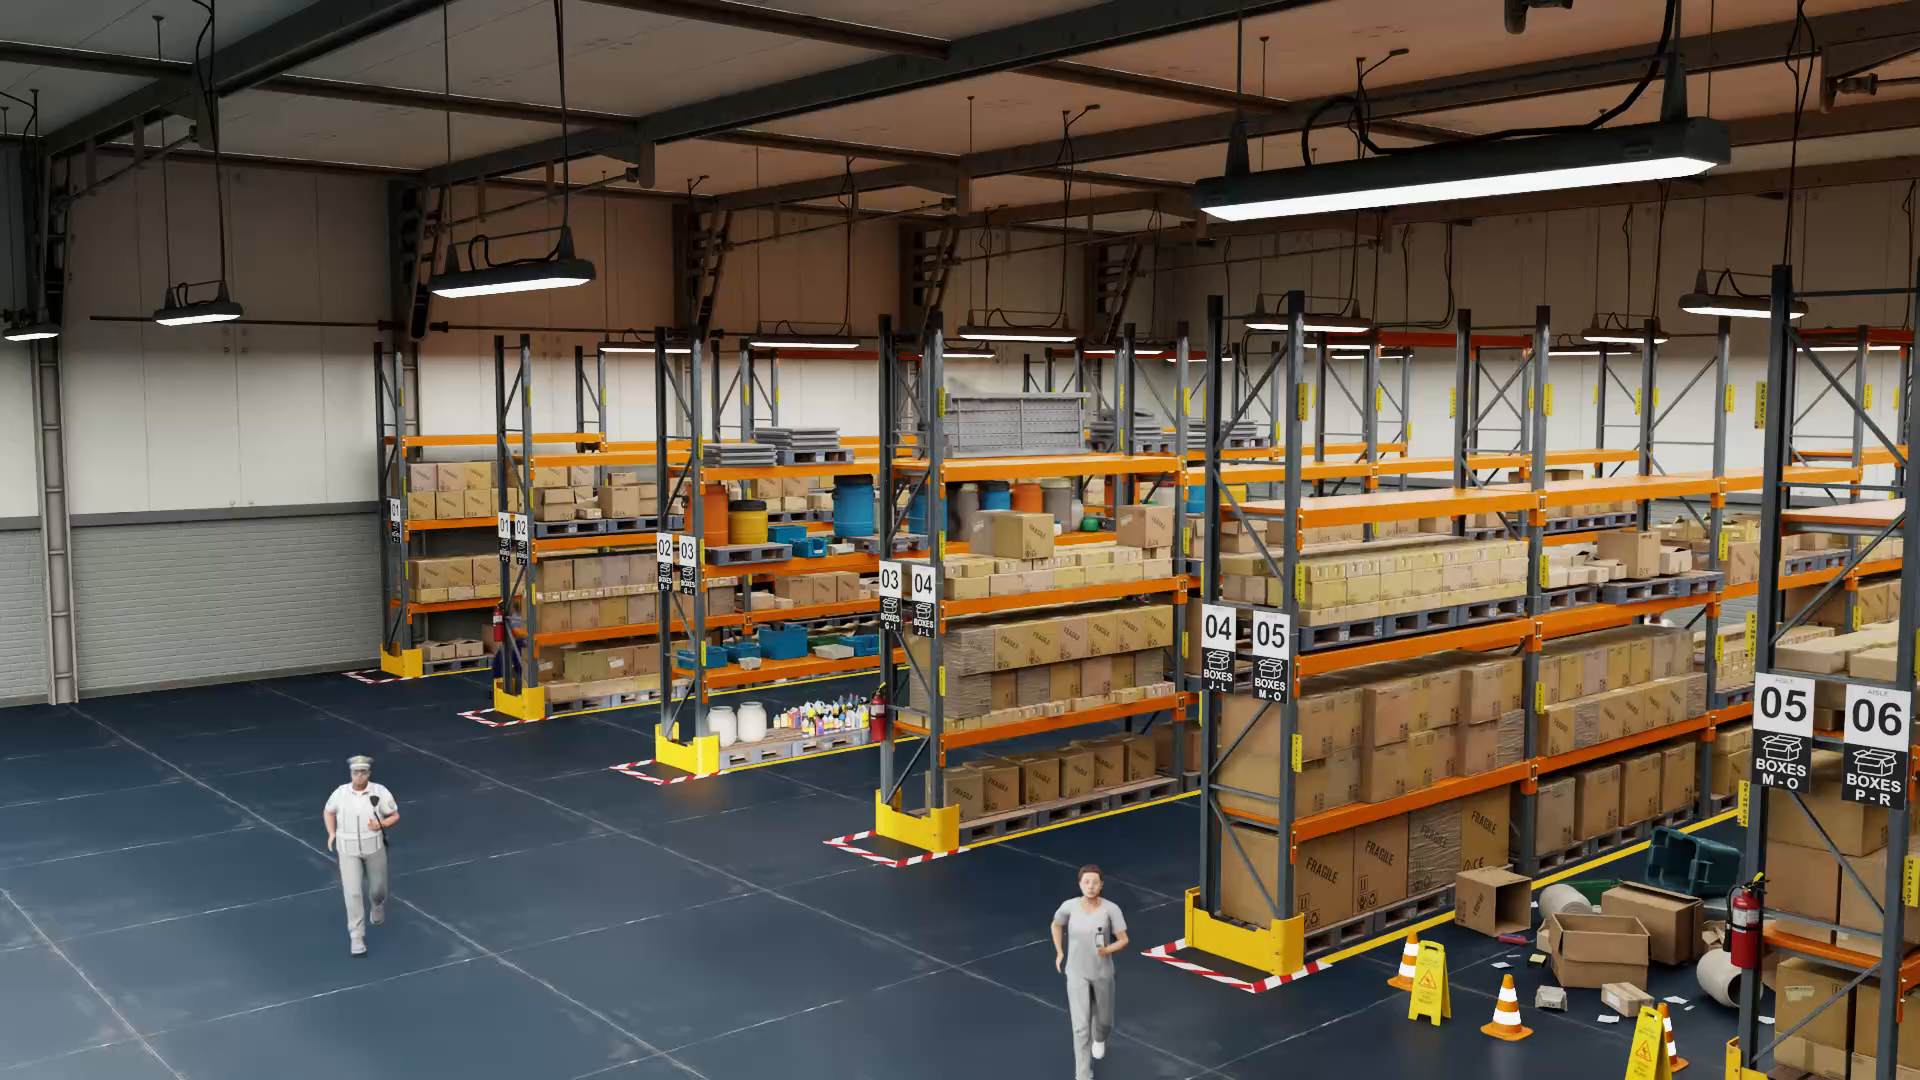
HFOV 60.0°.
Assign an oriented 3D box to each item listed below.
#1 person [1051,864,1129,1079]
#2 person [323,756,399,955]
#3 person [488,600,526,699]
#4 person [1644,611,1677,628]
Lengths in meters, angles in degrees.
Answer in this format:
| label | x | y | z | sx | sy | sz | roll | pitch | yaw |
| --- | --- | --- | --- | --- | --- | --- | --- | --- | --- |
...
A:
| label | x | y | z | sx | sy | sz | roll | pitch | yaw |
| --- | --- | --- | --- | --- | --- | --- | --- | --- | --- |
| person | 0.957 | 3.210 | 12.299 | 0.574 | 1.645 | 0.929 | 0 | 5 | 3 |
| person | -5.574 | 2.865 | 15.485 | 0.660 | 1.755 | 0.953 | -2 | 5 | -18 |
| person | -7.453 | 1.832 | 27.881 | 0.616 | 1.691 | 0.778 | 4 | 7 | 38 |
| person | 11.087 | 1.885 | 26.534 | 0.734 | 1.794 | 0.804 | 4 | 7 | 37 |
